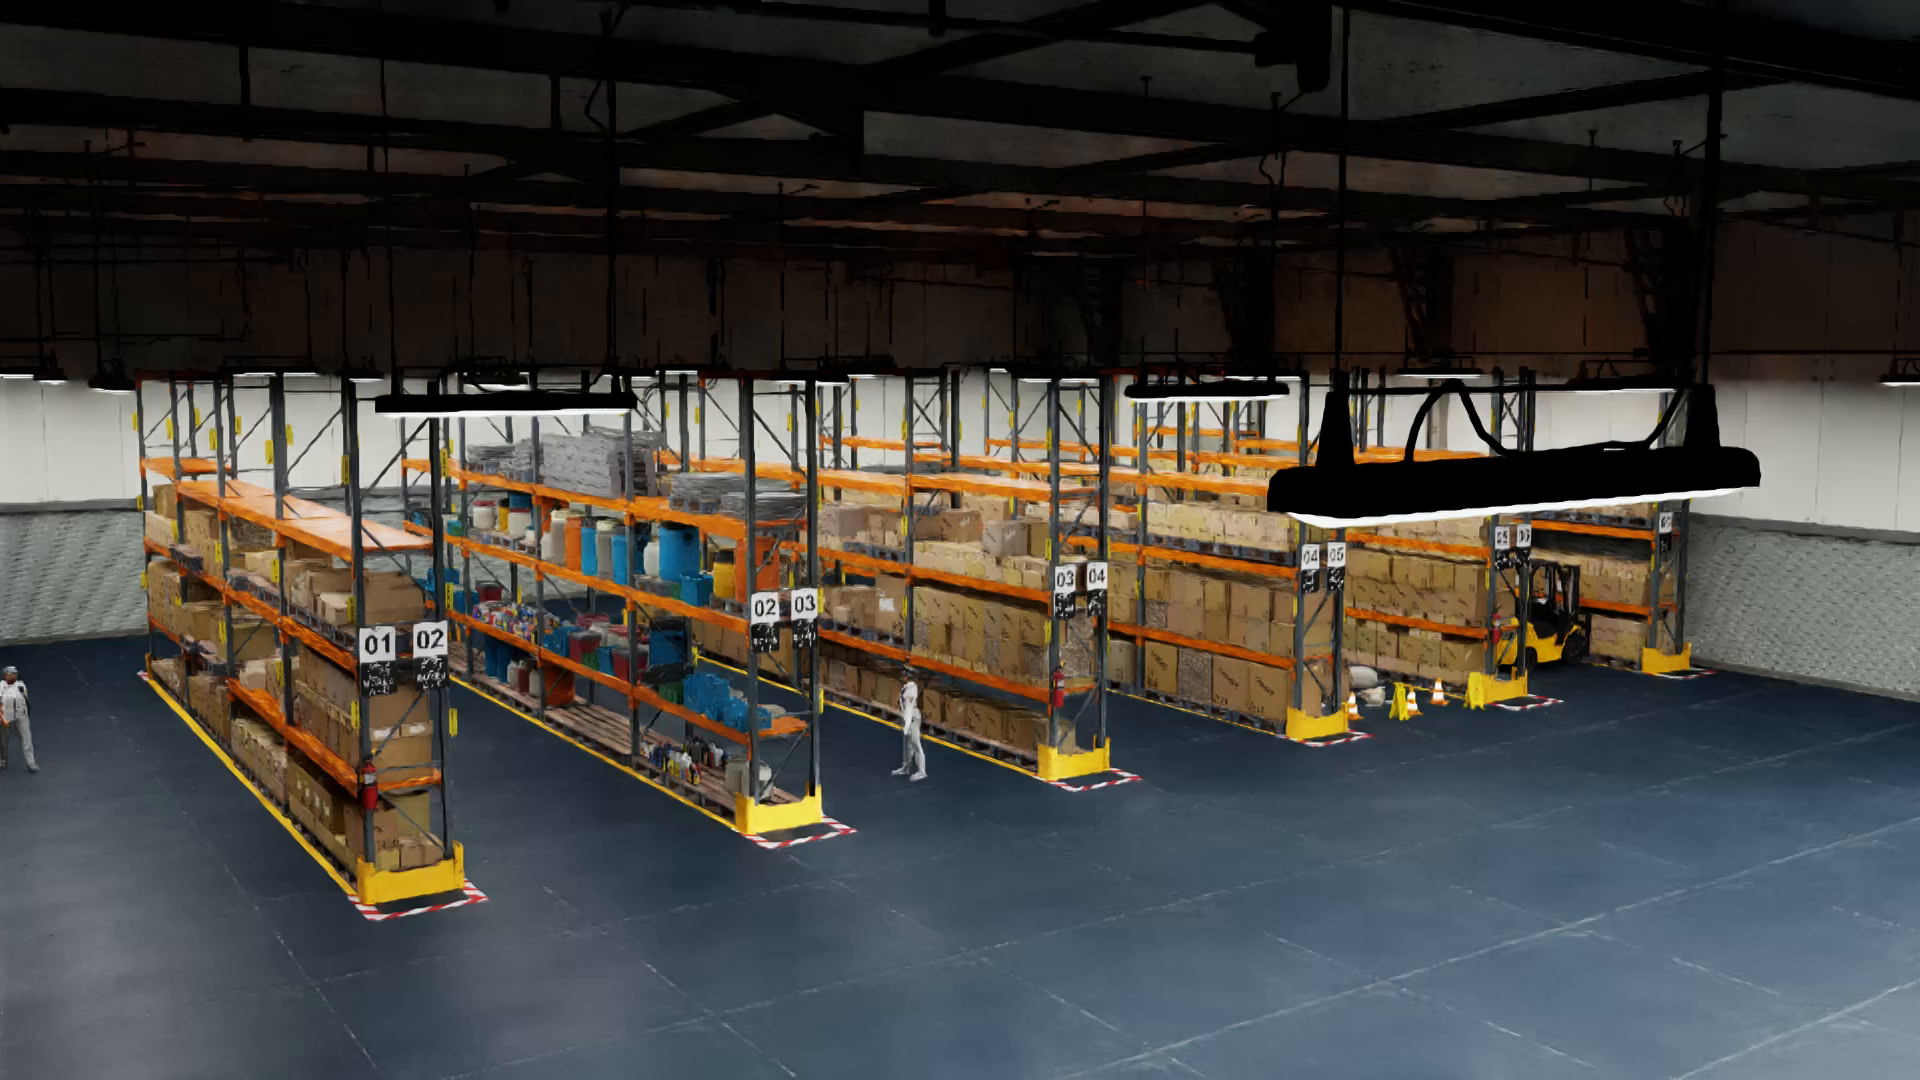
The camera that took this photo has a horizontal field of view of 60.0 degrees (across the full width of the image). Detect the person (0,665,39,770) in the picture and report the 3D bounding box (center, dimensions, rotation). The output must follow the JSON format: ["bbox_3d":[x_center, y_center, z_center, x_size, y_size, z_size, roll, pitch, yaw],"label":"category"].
[{"bbox_3d":[-14.364,2.688,25.206,0.491,1.590,1.000,-6,9,-42],"label":"person"}]

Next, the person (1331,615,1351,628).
[{"bbox_3d":[8.803,1.316,37.972,0.562,1.452,0.546,-1,7,-9],"label":"person"}]

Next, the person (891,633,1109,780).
[{"bbox_3d":[0.628,2.485,24.864,3.320,2.078,0.571,-1,6,-5],"label":"person"}]
